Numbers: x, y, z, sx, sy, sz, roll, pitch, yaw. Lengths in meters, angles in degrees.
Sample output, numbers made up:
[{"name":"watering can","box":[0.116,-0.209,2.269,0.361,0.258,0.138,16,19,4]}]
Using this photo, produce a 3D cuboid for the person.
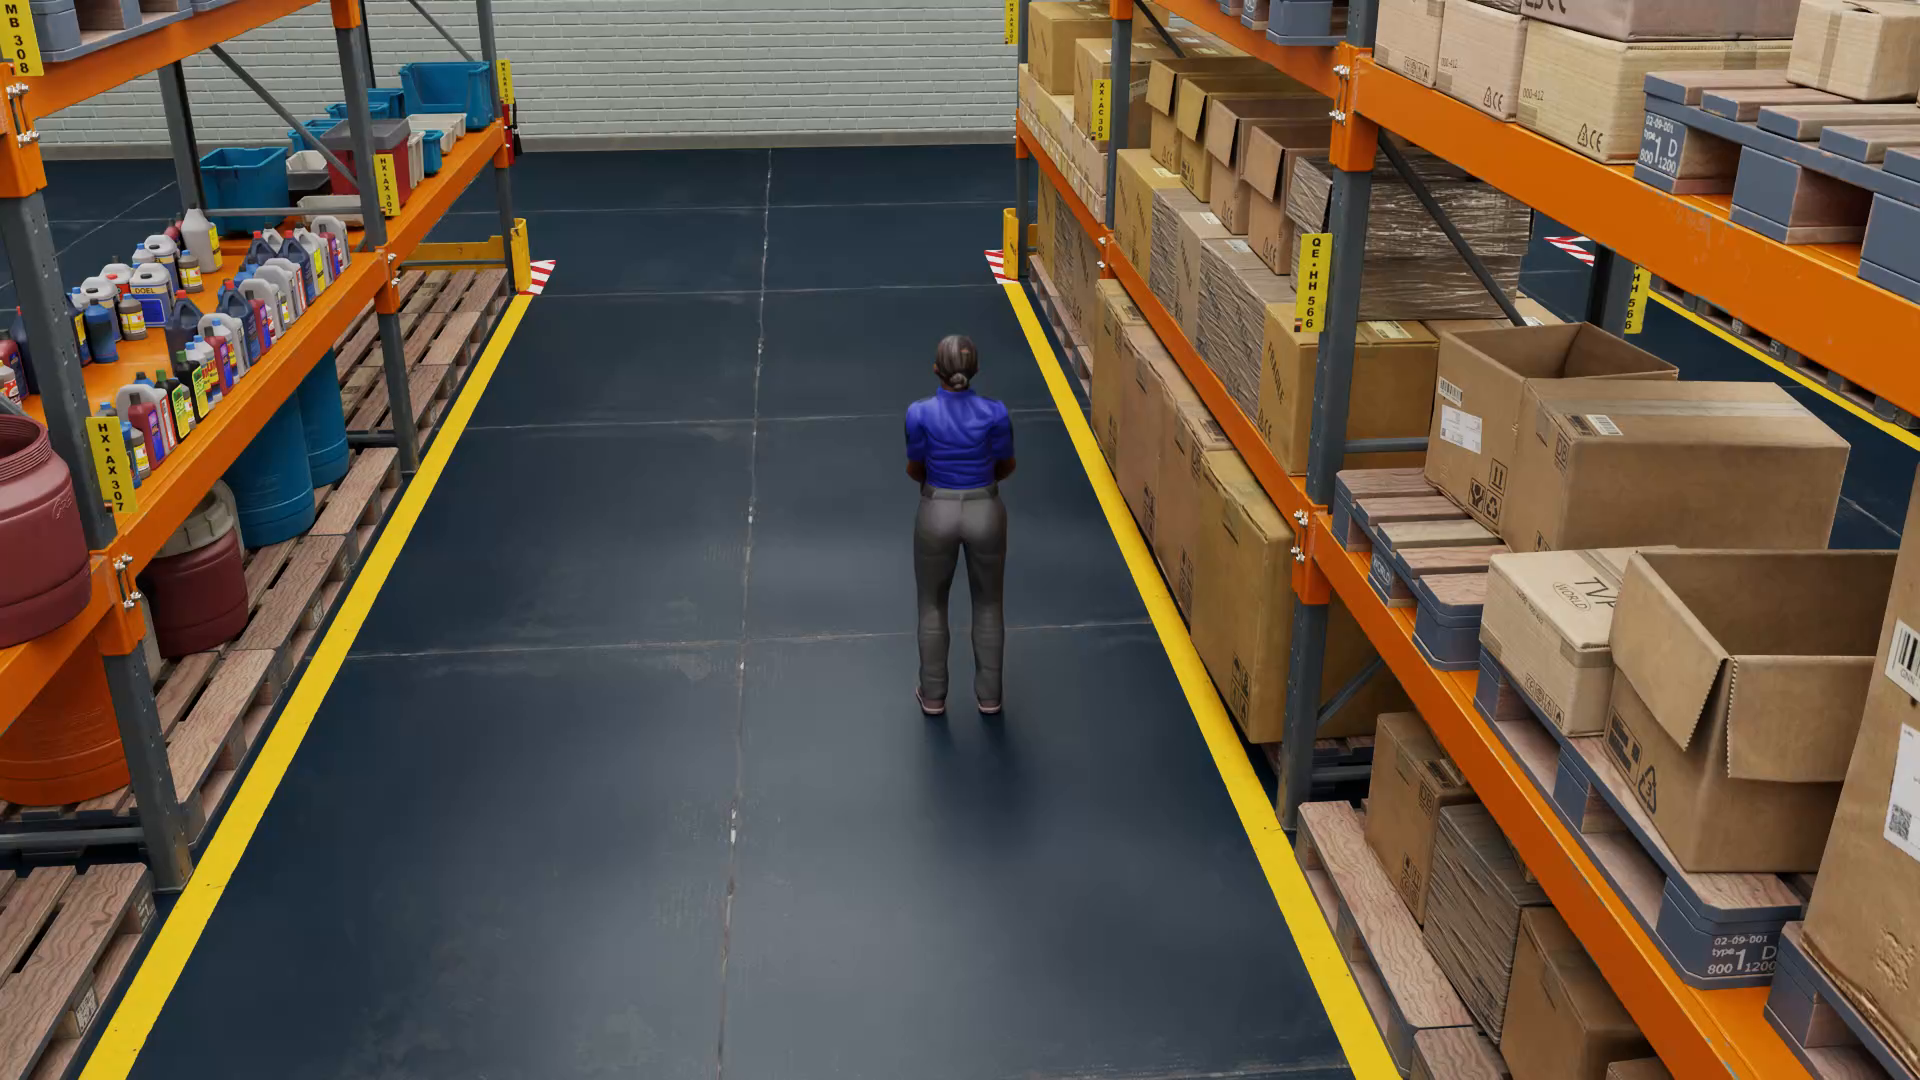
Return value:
[{"name":"person","box":[0.001,-0.090,6.824,0.451,1.650,0.518,-1,24,-2]}]
